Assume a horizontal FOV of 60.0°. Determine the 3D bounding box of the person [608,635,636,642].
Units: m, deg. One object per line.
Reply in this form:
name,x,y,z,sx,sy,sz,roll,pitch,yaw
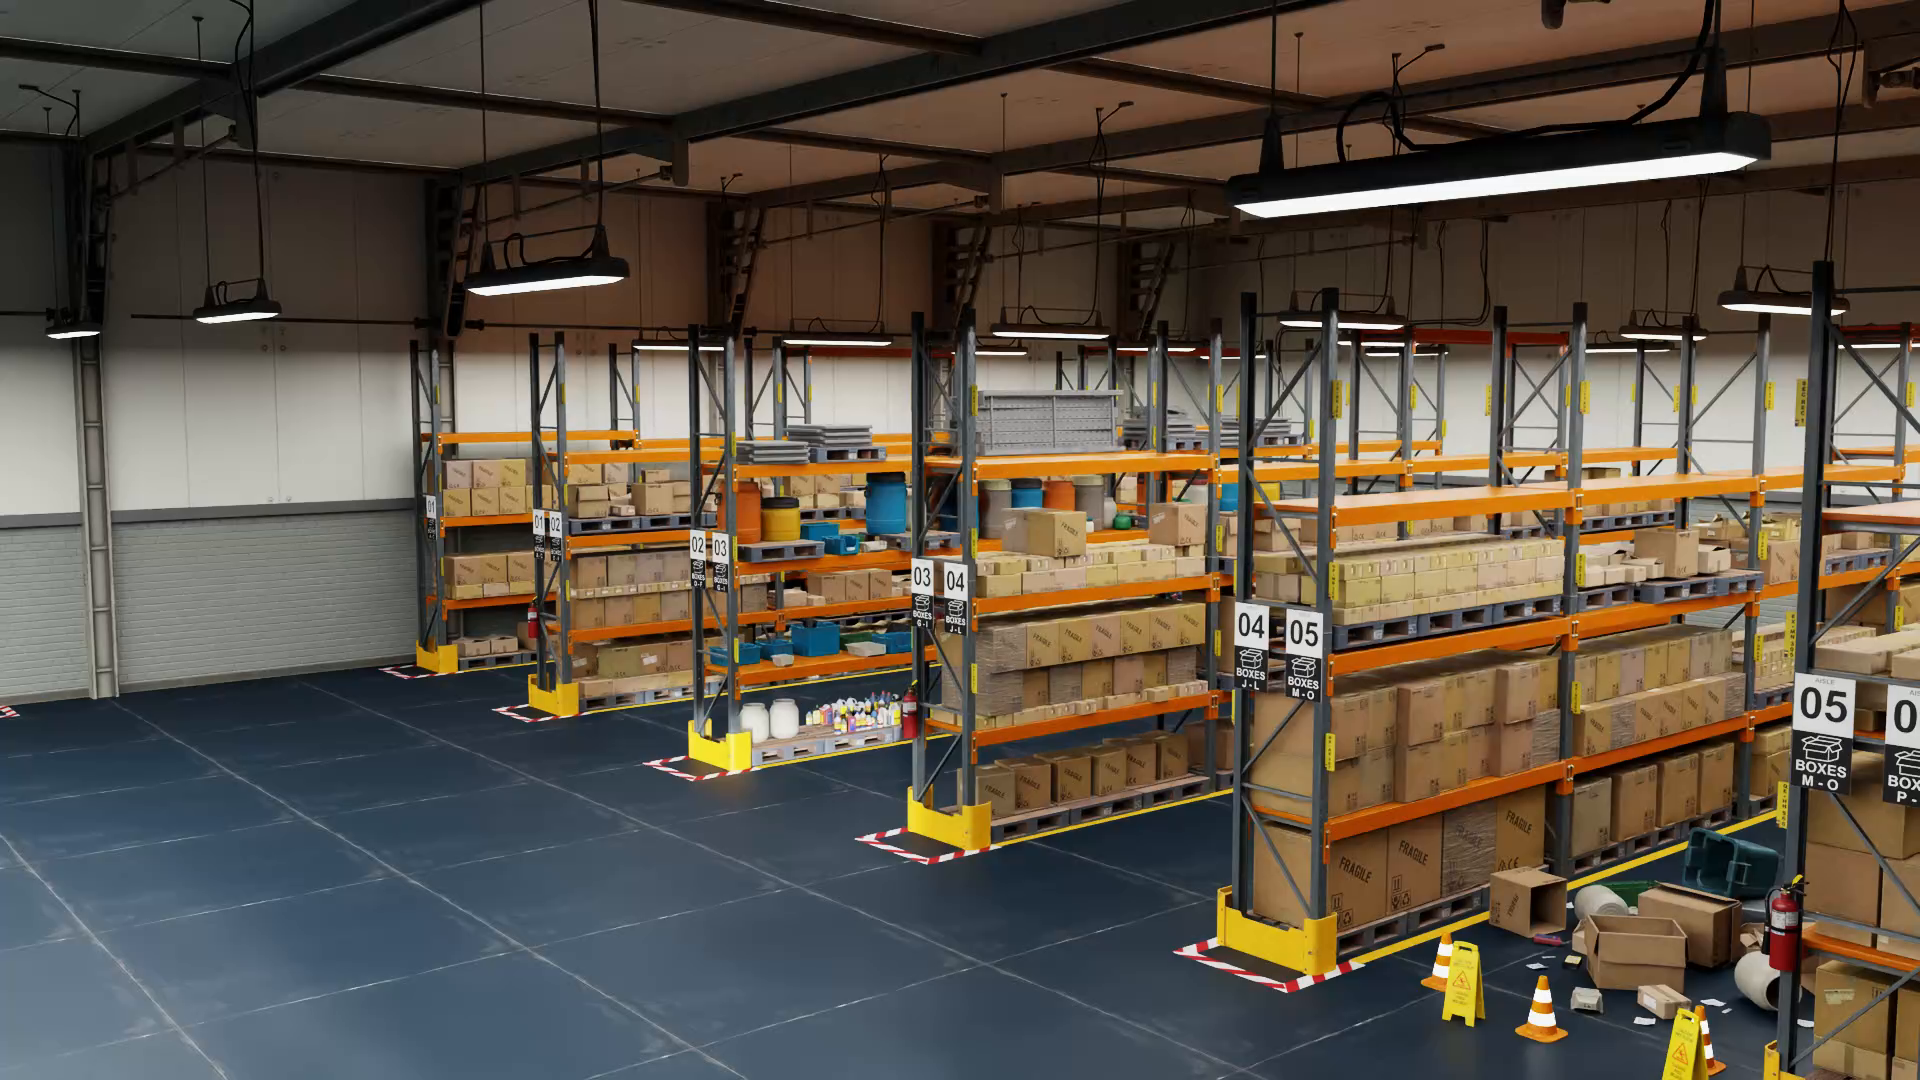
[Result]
person,-5.941,1.666,29.202,0.527,1.673,0.519,-1,5,-15
